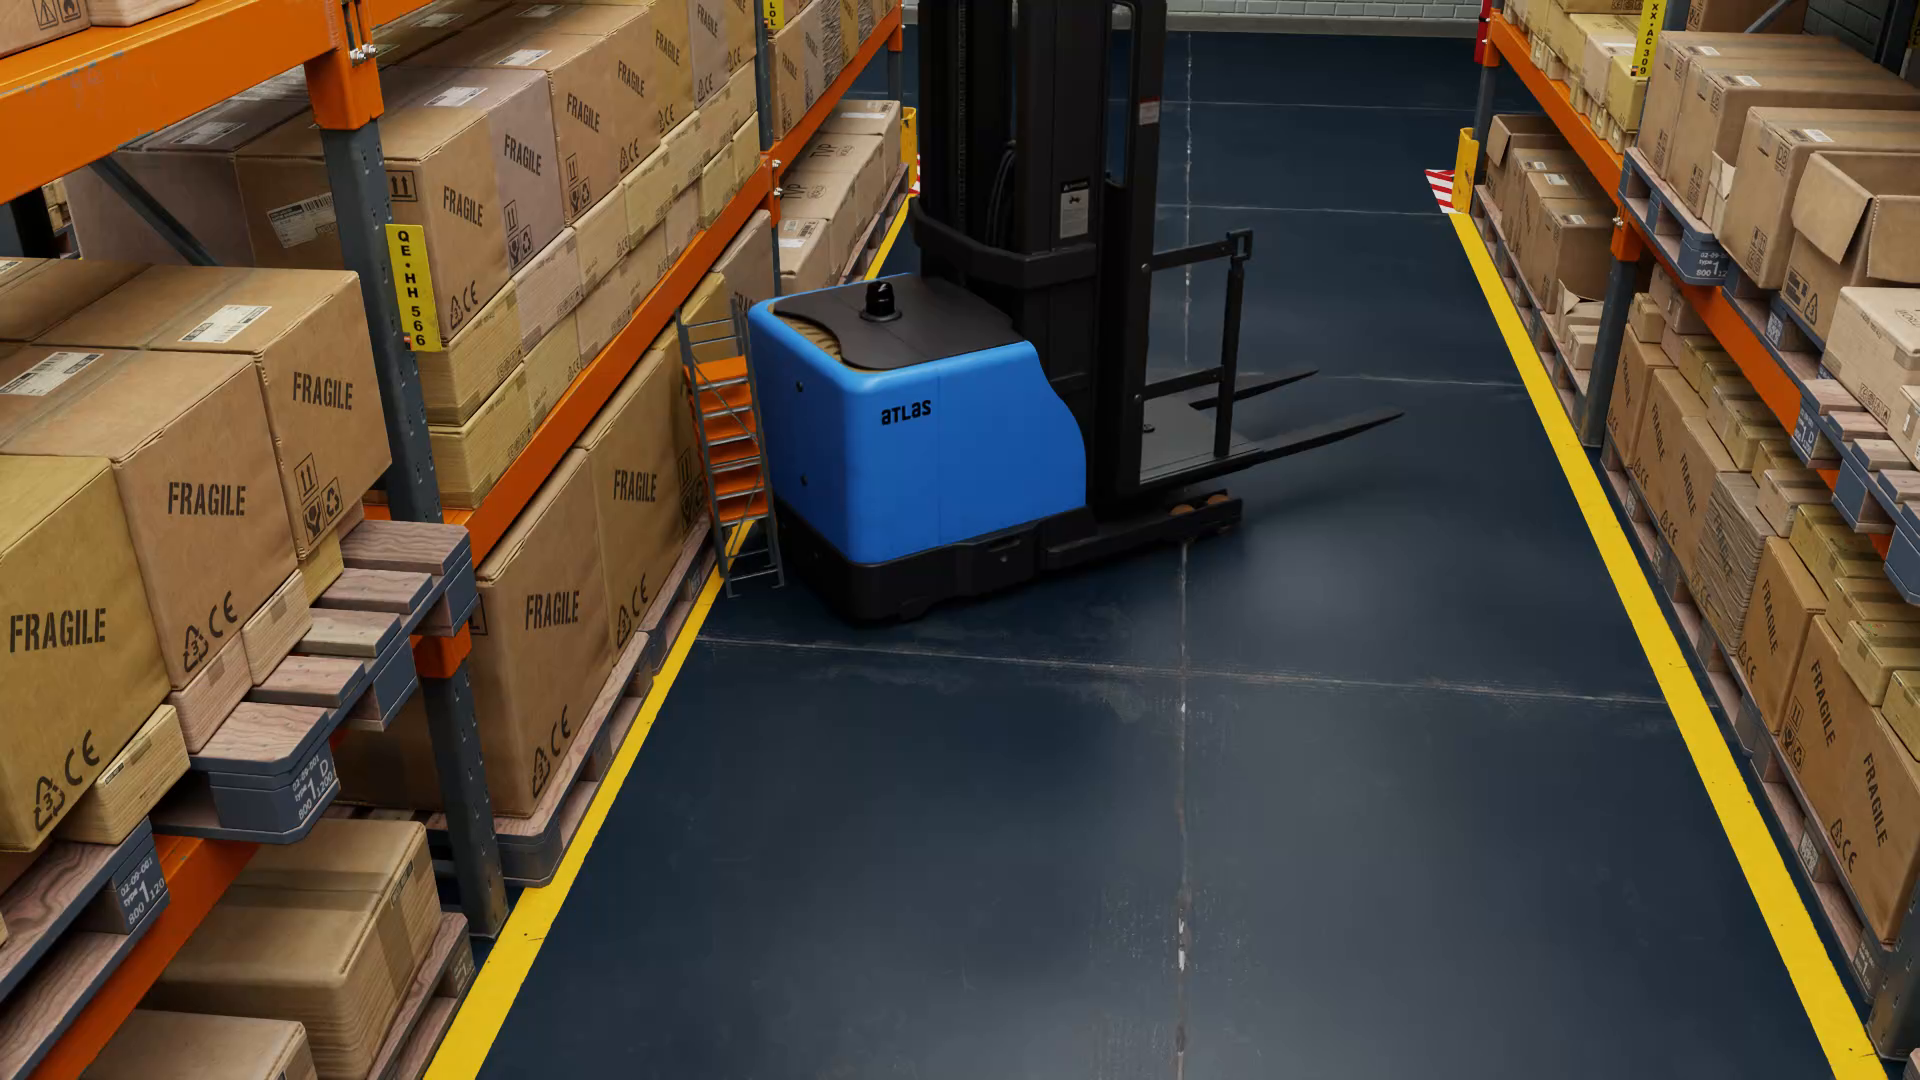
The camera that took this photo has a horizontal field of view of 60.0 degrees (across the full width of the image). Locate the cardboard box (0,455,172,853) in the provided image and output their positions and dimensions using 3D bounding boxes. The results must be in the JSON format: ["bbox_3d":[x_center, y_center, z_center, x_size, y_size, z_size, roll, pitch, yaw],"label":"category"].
[{"bbox_3d":[-1.781,0.182,2.888,0.500,0.500,0.500,1,28,3],"label":"cardboard box"}]

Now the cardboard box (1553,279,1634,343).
[{"bbox_3d":[3.349,-1.195,8.745,0.396,0.266,0.258,4,29,8],"label":"cardboard box"}]

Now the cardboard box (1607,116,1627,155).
[{"bbox_3d":[3.328,-1.944,7.961,0.380,0.149,0.250,4,29,8],"label":"cardboard box"}]

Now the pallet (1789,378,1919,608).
[{"bbox_3d":[3.052,-0.122,4.516,1.213,0.211,1.003,3,28,6],"label":"pallet"}]

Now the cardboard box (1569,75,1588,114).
[{"bbox_3d":[3.398,-2.312,8.643,0.380,0.149,0.250,3,28,5],"label":"cardboard box"}]

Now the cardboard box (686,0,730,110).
[{"bbox_3d":[-1.260,-2.068,6.767,0.500,0.500,0.500,4,29,7],"label":"cardboard box"}]

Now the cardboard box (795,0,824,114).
[{"bbox_3d":[-1.015,-2.539,8.695,0.500,0.500,0.500,4,29,7],"label":"cardboard box"}]

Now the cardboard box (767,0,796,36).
[{"bbox_3d":[-1.099,-2.747,8.027,0.500,0.500,0.500,4,29,7],"label":"cardboard box"}]

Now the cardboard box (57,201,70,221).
[{"bbox_3d":[-5.885,-2.117,10.580,0.380,0.149,0.250,4,29,8],"label":"cardboard box"}]

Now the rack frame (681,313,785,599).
[{"bbox_3d":[-0.881,-0.307,6.534,0.240,1.200,0.006,-13,30,-13],"label":"rack frame"}]

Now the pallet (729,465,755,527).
[{"bbox_3d":[-1.418,-0.458,7.877,1.003,0.211,1.213,3,28,6],"label":"pallet"}]

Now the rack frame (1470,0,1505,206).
[{"bbox_3d":[4.019,-3.649,10.861,1.000,3.000,0.127,3,28,6],"label":"rack frame"}]

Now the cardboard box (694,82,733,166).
[{"bbox_3d":[-1.265,-1.750,6.966,0.500,0.250,0.500,4,29,7],"label":"cardboard box"}]

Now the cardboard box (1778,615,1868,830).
[{"bbox_3d":[2.949,0.586,5.193,0.500,0.500,0.500,3,28,5],"label":"cardboard box"}]

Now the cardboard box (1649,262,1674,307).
[{"bbox_3d":[3.281,-1.110,7.344,0.380,0.149,0.250,3,28,5],"label":"cardboard box"}]

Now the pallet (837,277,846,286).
[{"bbox_3d":[-1.227,-1.179,9.216,1.003,0.211,1.213,3,28,6],"label":"pallet"}]

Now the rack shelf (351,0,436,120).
[{"bbox_3d":[-1.643,-2.115,5.610,1.077,0.370,4.000,3,28,6],"label":"rack shelf"}]

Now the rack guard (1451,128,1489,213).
[{"bbox_3d":[4.010,-2.513,11.387,1.175,0.500,0.348,3,28,6],"label":"rack guard"}]

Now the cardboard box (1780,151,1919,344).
[{"bbox_3d":[3.055,-0.893,5.193,0.797,0.503,0.637,3,28,5],"label":"cardboard box"}]

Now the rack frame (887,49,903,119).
[{"bbox_3d":[-0.908,-3.936,11.393,1.000,3.000,0.127,3,28,6],"label":"rack frame"}]

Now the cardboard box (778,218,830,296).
[{"bbox_3d":[-1.215,-1.399,8.943,0.875,0.438,0.875,3,28,5],"label":"cardboard box"}]

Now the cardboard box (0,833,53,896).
[{"bbox_3d":[-1.857,0.534,2.917,0.380,0.149,0.250,4,29,7],"label":"cardboard box"}]

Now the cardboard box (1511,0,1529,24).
[{"bbox_3d":[3.634,-3.279,10.018,0.500,0.250,0.500,4,29,7],"label":"cardboard box"}]

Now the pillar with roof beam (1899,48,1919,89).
[{"bbox_3d":[0.236,-4.933,6.919,9.100,9.000,0.400,3,28,6],"label":"pillar with roof beam"}]

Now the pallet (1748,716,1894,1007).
[{"bbox_3d":[3.168,0.995,5.181,1.003,0.211,1.213,3,28,6],"label":"pallet"}]

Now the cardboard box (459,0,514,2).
[{"bbox_3d":[-1.836,-1.870,6.398,0.500,0.500,0.500,3,28,5],"label":"cardboard box"}]

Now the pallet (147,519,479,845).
[{"bbox_3d":[-1.870,0.256,3.815,1.213,0.211,1.003,3,28,6],"label":"pallet"}]

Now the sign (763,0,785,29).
[{"bbox_3d":[-0.858,-2.501,7.592,0.100,0.325,0.005,3,28,6],"label":"sign"}]

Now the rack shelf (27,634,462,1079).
[{"bbox_3d":[-2.133,1.088,2.826,1.077,0.370,4.000,3,28,6],"label":"rack shelf"}]

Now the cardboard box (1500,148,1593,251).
[{"bbox_3d":[3.707,-2.051,10.087,0.700,0.500,0.500,4,29,8],"label":"cardboard box"}]

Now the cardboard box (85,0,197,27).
[{"bbox_3d":[-1.741,-1.102,3.235,0.380,0.149,0.250,3,28,6],"label":"cardboard box"}]

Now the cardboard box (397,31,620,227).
[{"bbox_3d":[-1.455,-1.349,5.432,0.500,0.500,0.500,4,29,8],"label":"cardboard box"}]

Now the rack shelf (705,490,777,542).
[{"bbox_3d":[-0.887,-0.102,6.751,0.258,0.103,0.180,-13,30,-13],"label":"rack shelf"}]

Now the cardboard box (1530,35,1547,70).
[{"bbox_3d":[3.499,-2.796,9.543,0.380,0.149,0.250,3,28,5],"label":"cardboard box"}]

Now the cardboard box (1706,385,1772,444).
[{"bbox_3d":[3.156,-0.481,6.490,0.380,0.149,0.250,3,28,6],"label":"cardboard box"}]

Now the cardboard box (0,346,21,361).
[{"bbox_3d":[-2.230,-0.086,3.385,0.500,0.500,0.500,5,29,9],"label":"cardboard box"}]

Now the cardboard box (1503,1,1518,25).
[{"bbox_3d":[3.706,-3.400,10.663,0.380,0.149,0.250,3,28,6],"label":"cardboard box"}]

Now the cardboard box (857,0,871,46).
[{"bbox_3d":[-0.834,-3.259,10.032,0.500,0.500,0.500,4,29,8],"label":"cardboard box"}]

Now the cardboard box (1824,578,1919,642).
[{"bbox_3d":[2.927,0.248,5.136,0.380,0.149,0.250,2,28,5],"label":"cardboard box"}]

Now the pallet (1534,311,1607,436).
[{"bbox_3d":[3.614,-0.862,8.627,1.003,0.211,1.213,3,28,6],"label":"pallet"}]

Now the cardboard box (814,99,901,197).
[{"bbox_3d":[-0.889,-2.676,11.314,0.875,0.438,0.875,2,28,4],"label":"cardboard box"}]

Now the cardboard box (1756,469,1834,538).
[{"bbox_3d":[3.038,-0.123,5.825,0.380,0.149,0.250,2,28,4],"label":"cardboard box"}]

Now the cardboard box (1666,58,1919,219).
[{"bbox_3d":[3.184,-1.537,6.392,0.700,0.500,0.500,4,29,7],"label":"cardboard box"}]

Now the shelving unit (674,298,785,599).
[{"bbox_3d":[-0.909,-0.348,6.611,0.258,1.200,0.189,-13,30,-13],"label":"shelving unit"}]

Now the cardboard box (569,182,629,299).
[{"bbox_3d":[-1.443,-1.025,5.622,0.500,0.250,0.500,3,28,6],"label":"cardboard box"}]

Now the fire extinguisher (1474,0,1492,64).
[{"bbox_3d":[3.578,-3.547,11.146,0.296,0.674,0.183,3,28,6],"label":"fire extinguisher"}]

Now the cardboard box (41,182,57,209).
[{"bbox_3d":[-5.838,-2.117,10.267,0.380,0.149,0.250,3,28,6],"label":"cardboard box"}]

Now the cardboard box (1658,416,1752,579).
[{"bbox_3d":[3.125,-0.150,6.559,0.500,0.500,0.500,3,28,5],"label":"cardboard box"}]

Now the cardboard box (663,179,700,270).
[{"bbox_3d":[-1.347,-1.285,6.631,0.500,0.250,0.500,3,28,5],"label":"cardboard box"}]

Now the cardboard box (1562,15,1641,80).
[{"bbox_3d":[3.470,-2.556,8.676,0.500,0.250,0.500,3,28,6],"label":"cardboard box"}]

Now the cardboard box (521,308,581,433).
[{"bbox_3d":[-1.533,-0.563,5.290,0.500,0.250,0.500,3,28,5],"label":"cardboard box"}]

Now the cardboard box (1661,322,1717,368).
[{"bbox_3d":[3.264,-0.848,7.170,0.380,0.149,0.250,3,28,5],"label":"cardboard box"}]

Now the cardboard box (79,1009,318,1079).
[{"bbox_3d":[-2.050,1.415,3.789,0.950,0.372,0.625,3,28,5],"label":"cardboard box"}]

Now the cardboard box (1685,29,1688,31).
[{"bbox_3d":[3.977,-2.528,8.624,0.500,0.250,0.500,4,29,7],"label":"cardboard box"}]

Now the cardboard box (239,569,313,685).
[{"bbox_3d":[-1.642,0.175,3.584,0.380,0.149,0.250,3,28,6],"label":"cardboard box"}]

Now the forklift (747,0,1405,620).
[{"bbox_3d":[0.646,-1.475,6.898,3.031,2.935,1.130,-16,32,-27],"label":"forklift"}]

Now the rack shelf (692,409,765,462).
[{"bbox_3d":[-0.914,-0.414,6.574,0.258,0.103,0.180,-13,30,-13],"label":"rack shelf"}]

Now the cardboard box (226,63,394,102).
[{"bbox_3d":[-2.030,-1.155,5.072,0.500,0.500,0.500,4,29,7],"label":"cardboard box"}]

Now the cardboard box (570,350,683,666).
[{"bbox_3d":[-1.608,-0.160,6.181,0.875,0.875,0.875,4,29,7],"label":"cardboard box"}]
